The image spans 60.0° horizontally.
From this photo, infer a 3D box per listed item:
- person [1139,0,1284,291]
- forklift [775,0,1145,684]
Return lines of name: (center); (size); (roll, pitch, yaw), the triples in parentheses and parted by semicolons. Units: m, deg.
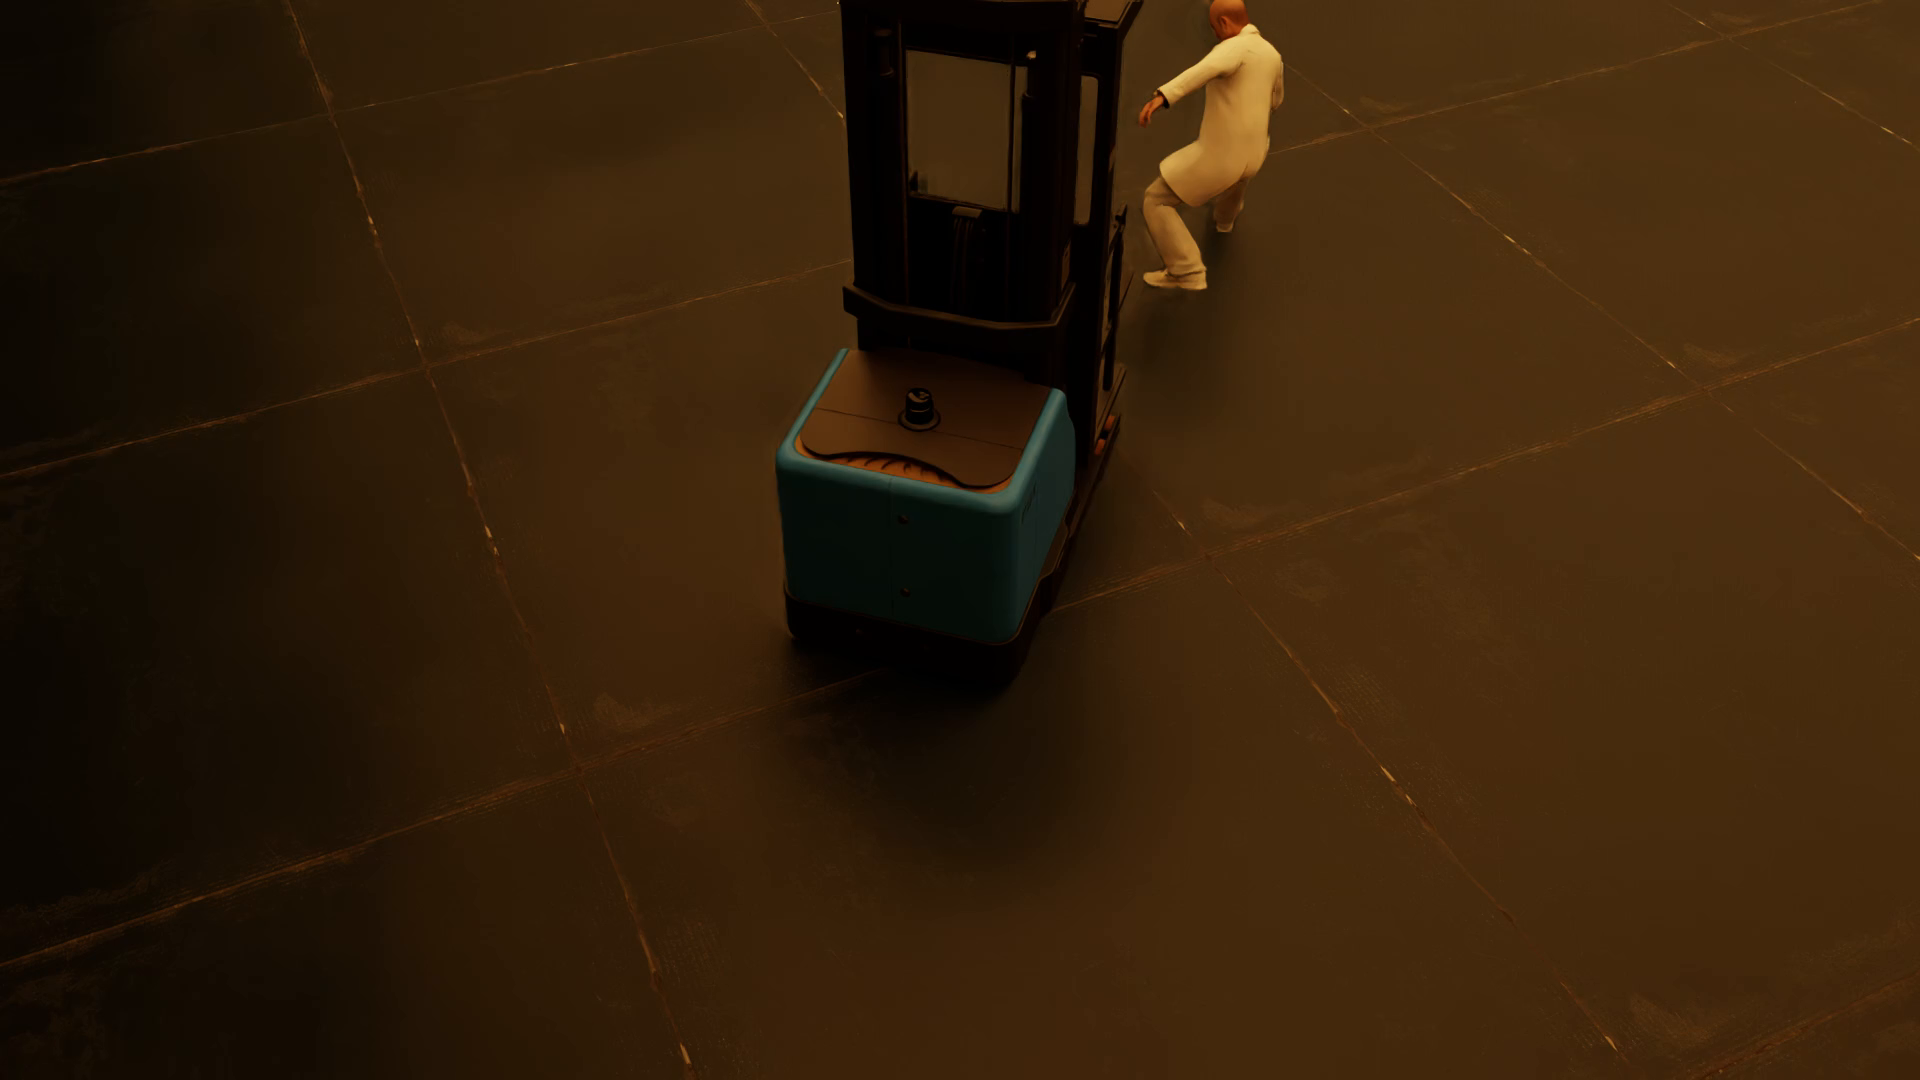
person: (1.358, -2.119, 9.031); (1.231, 1.476, 0.795); (-25, 48, -24)
forklift: (0.169, -1.481, 7.267); (1.130, 2.935, 3.031); (12, 44, 13)
